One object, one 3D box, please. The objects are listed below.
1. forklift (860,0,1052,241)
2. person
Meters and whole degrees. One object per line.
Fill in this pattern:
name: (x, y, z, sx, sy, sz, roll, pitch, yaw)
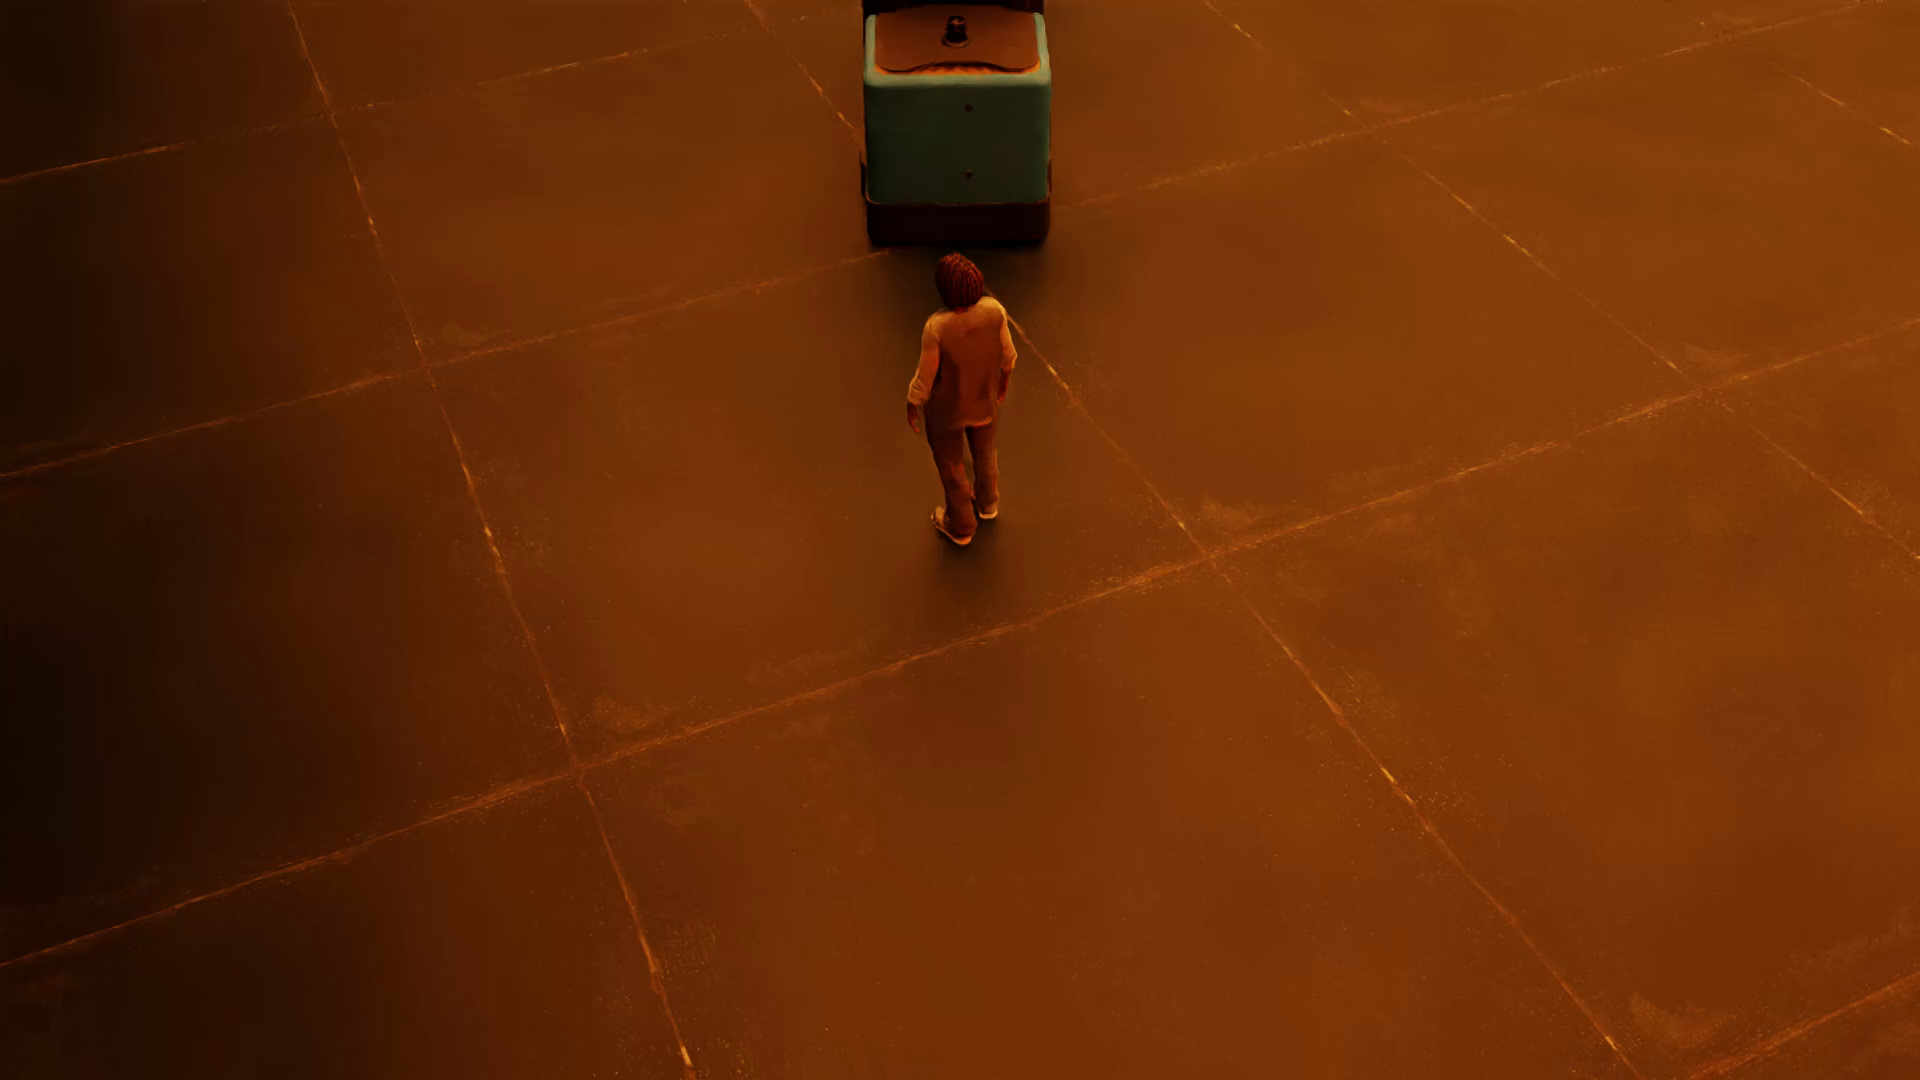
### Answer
forklift: (-0.047, -3.778, 9.728, 1.130, 2.935, 3.031, -1, 43, -1)
person: (-0.019, -0.639, 7.332, 0.521, 1.597, 0.474, -18, 46, -18)
